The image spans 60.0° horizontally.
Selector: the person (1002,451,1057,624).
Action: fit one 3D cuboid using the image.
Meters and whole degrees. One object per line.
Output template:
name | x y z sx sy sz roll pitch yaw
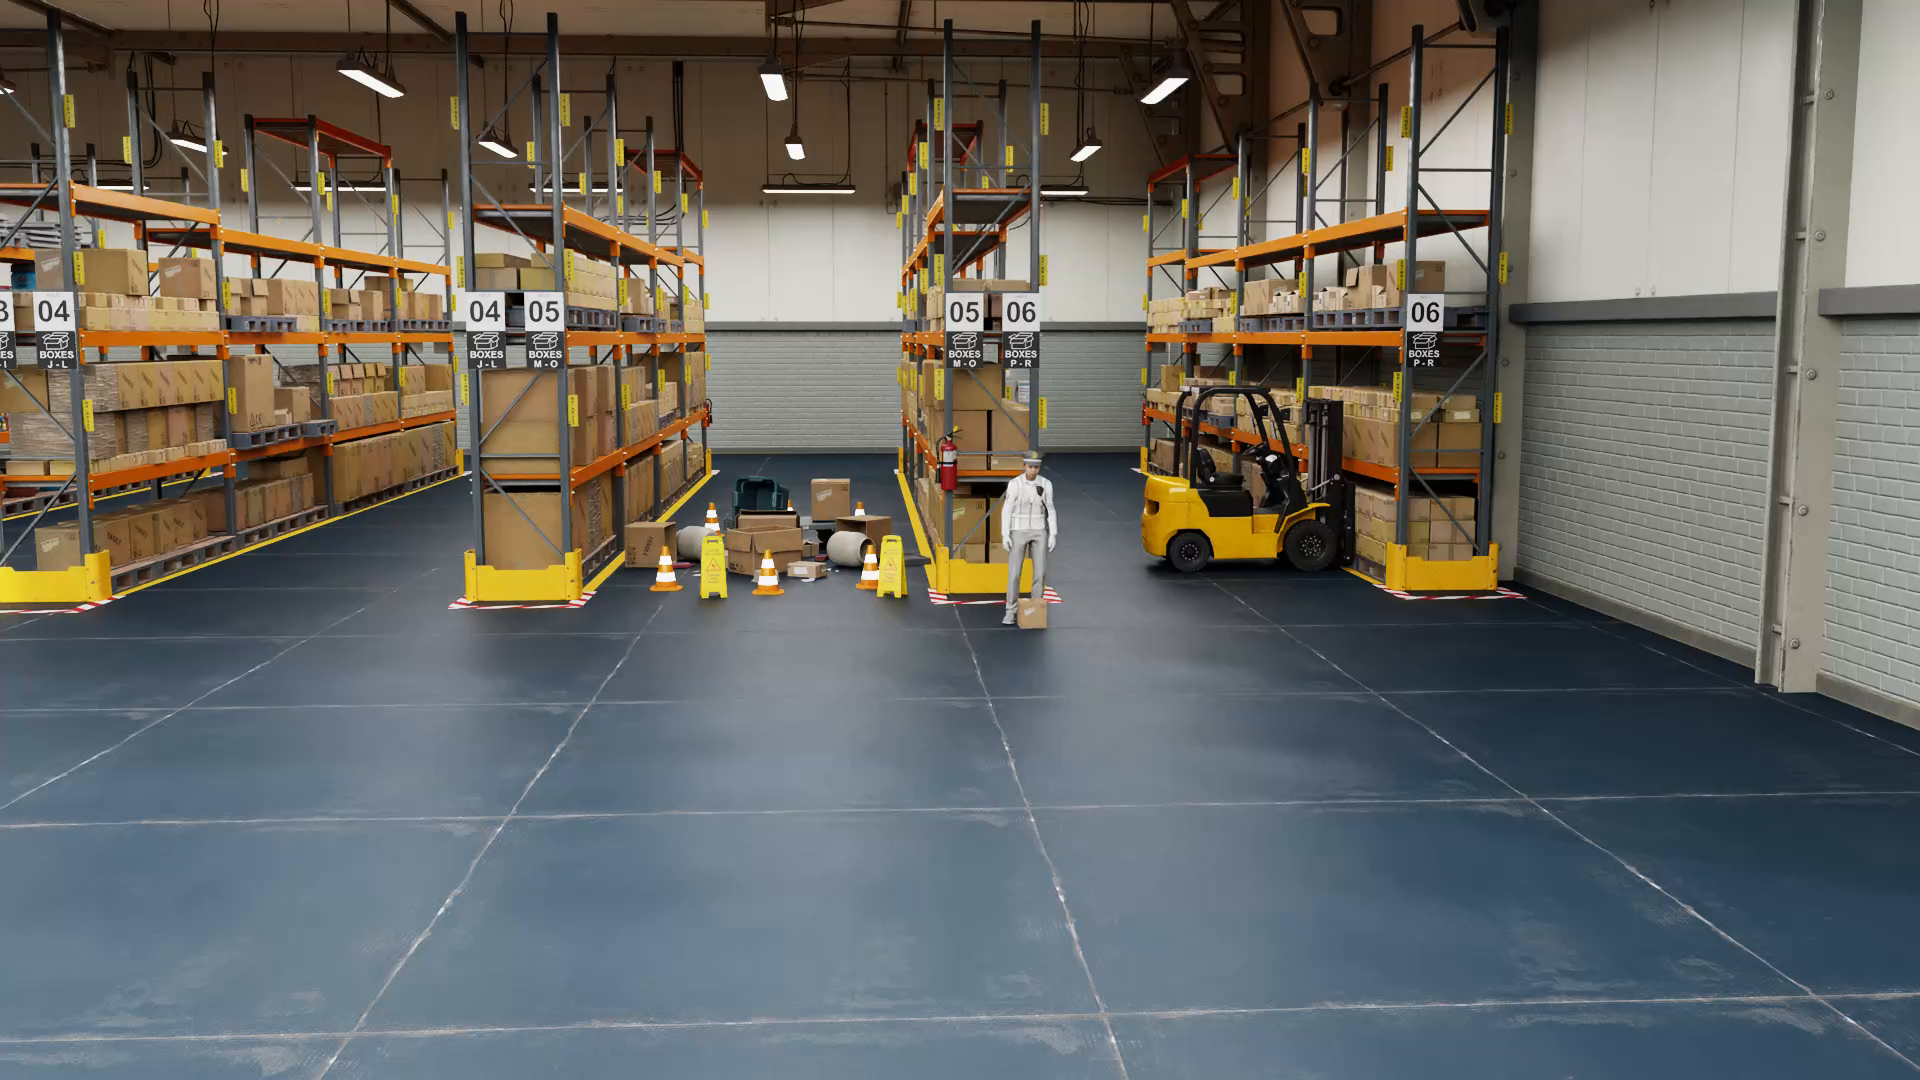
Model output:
person | 0.668 -0.031 15.989 0.539 1.663 0.376 -1 7 -5
